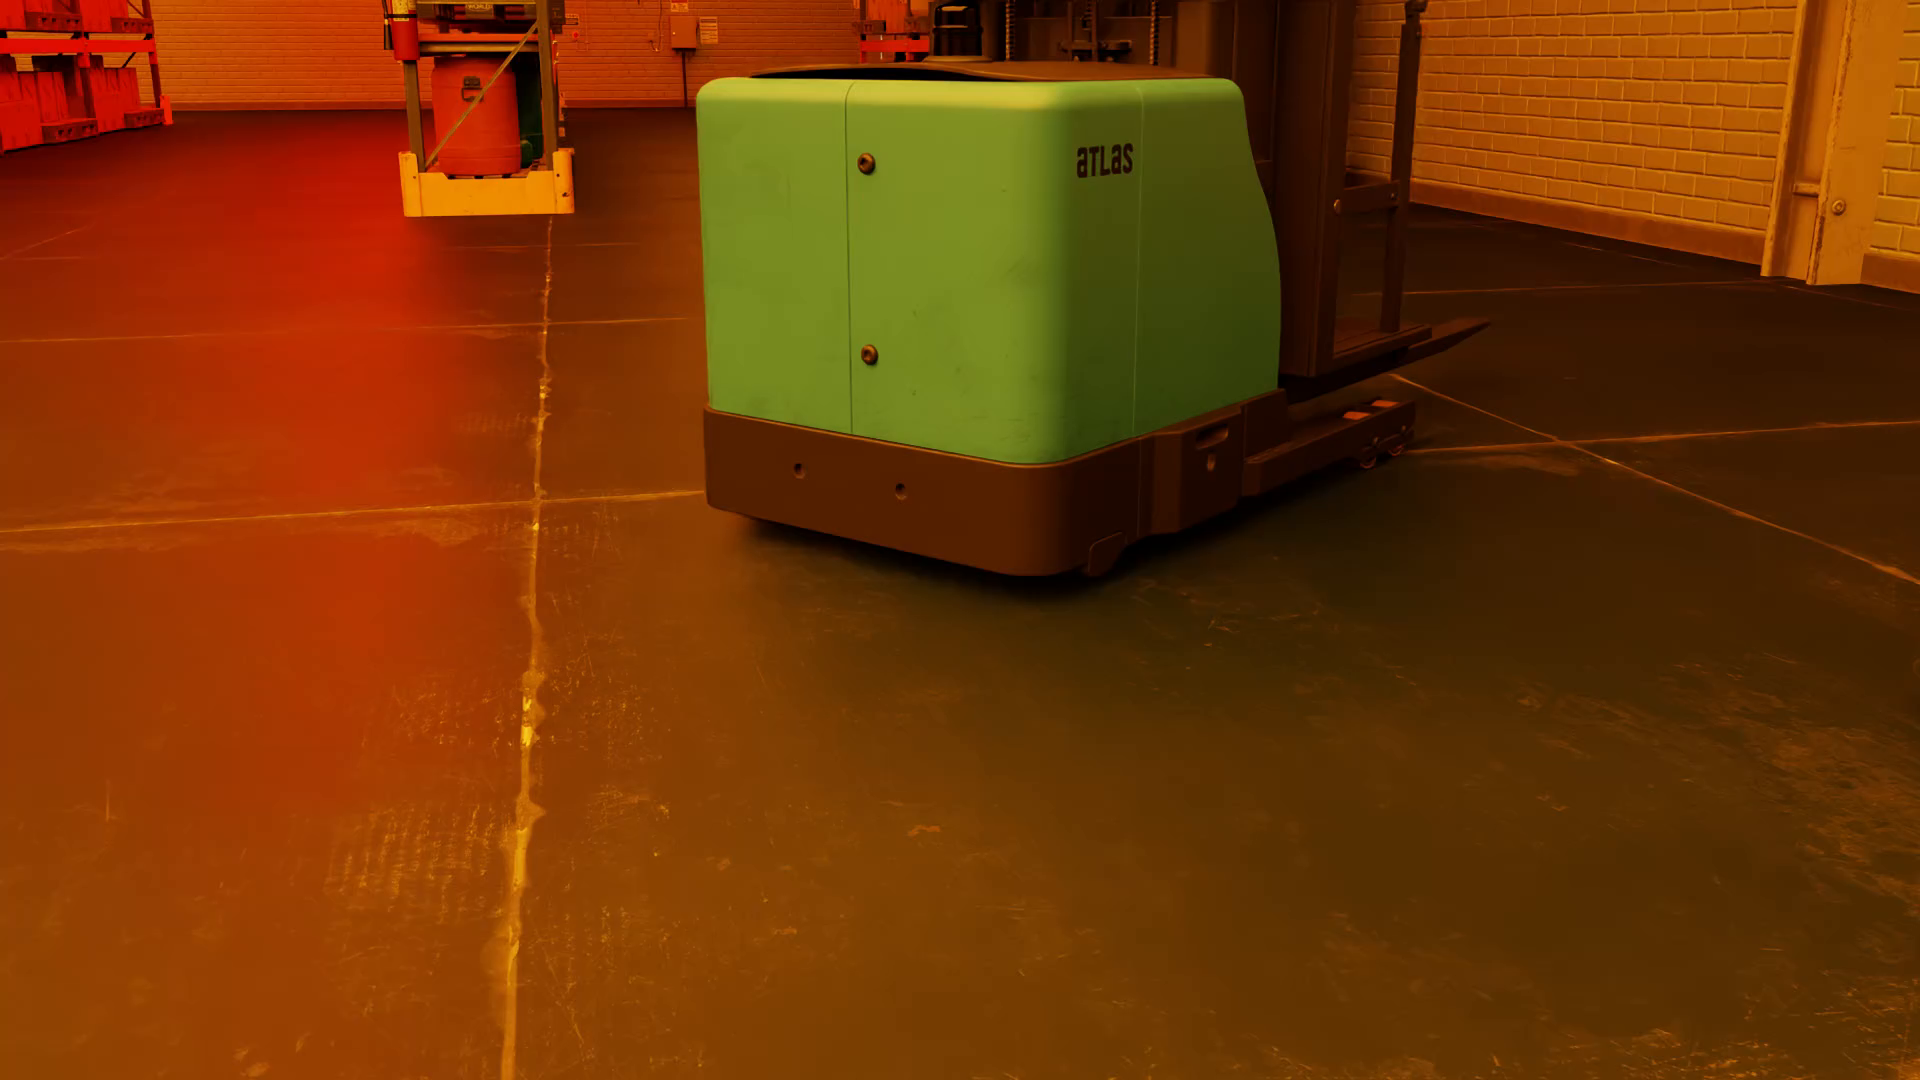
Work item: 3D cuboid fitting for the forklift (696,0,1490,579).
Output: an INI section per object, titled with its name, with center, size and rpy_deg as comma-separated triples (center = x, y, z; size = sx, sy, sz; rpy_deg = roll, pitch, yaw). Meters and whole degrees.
[forklift]
center = 0.673, -1.679, 4.521
size = 1.130, 2.935, 3.031
rpy_deg = 12, 20, 36
